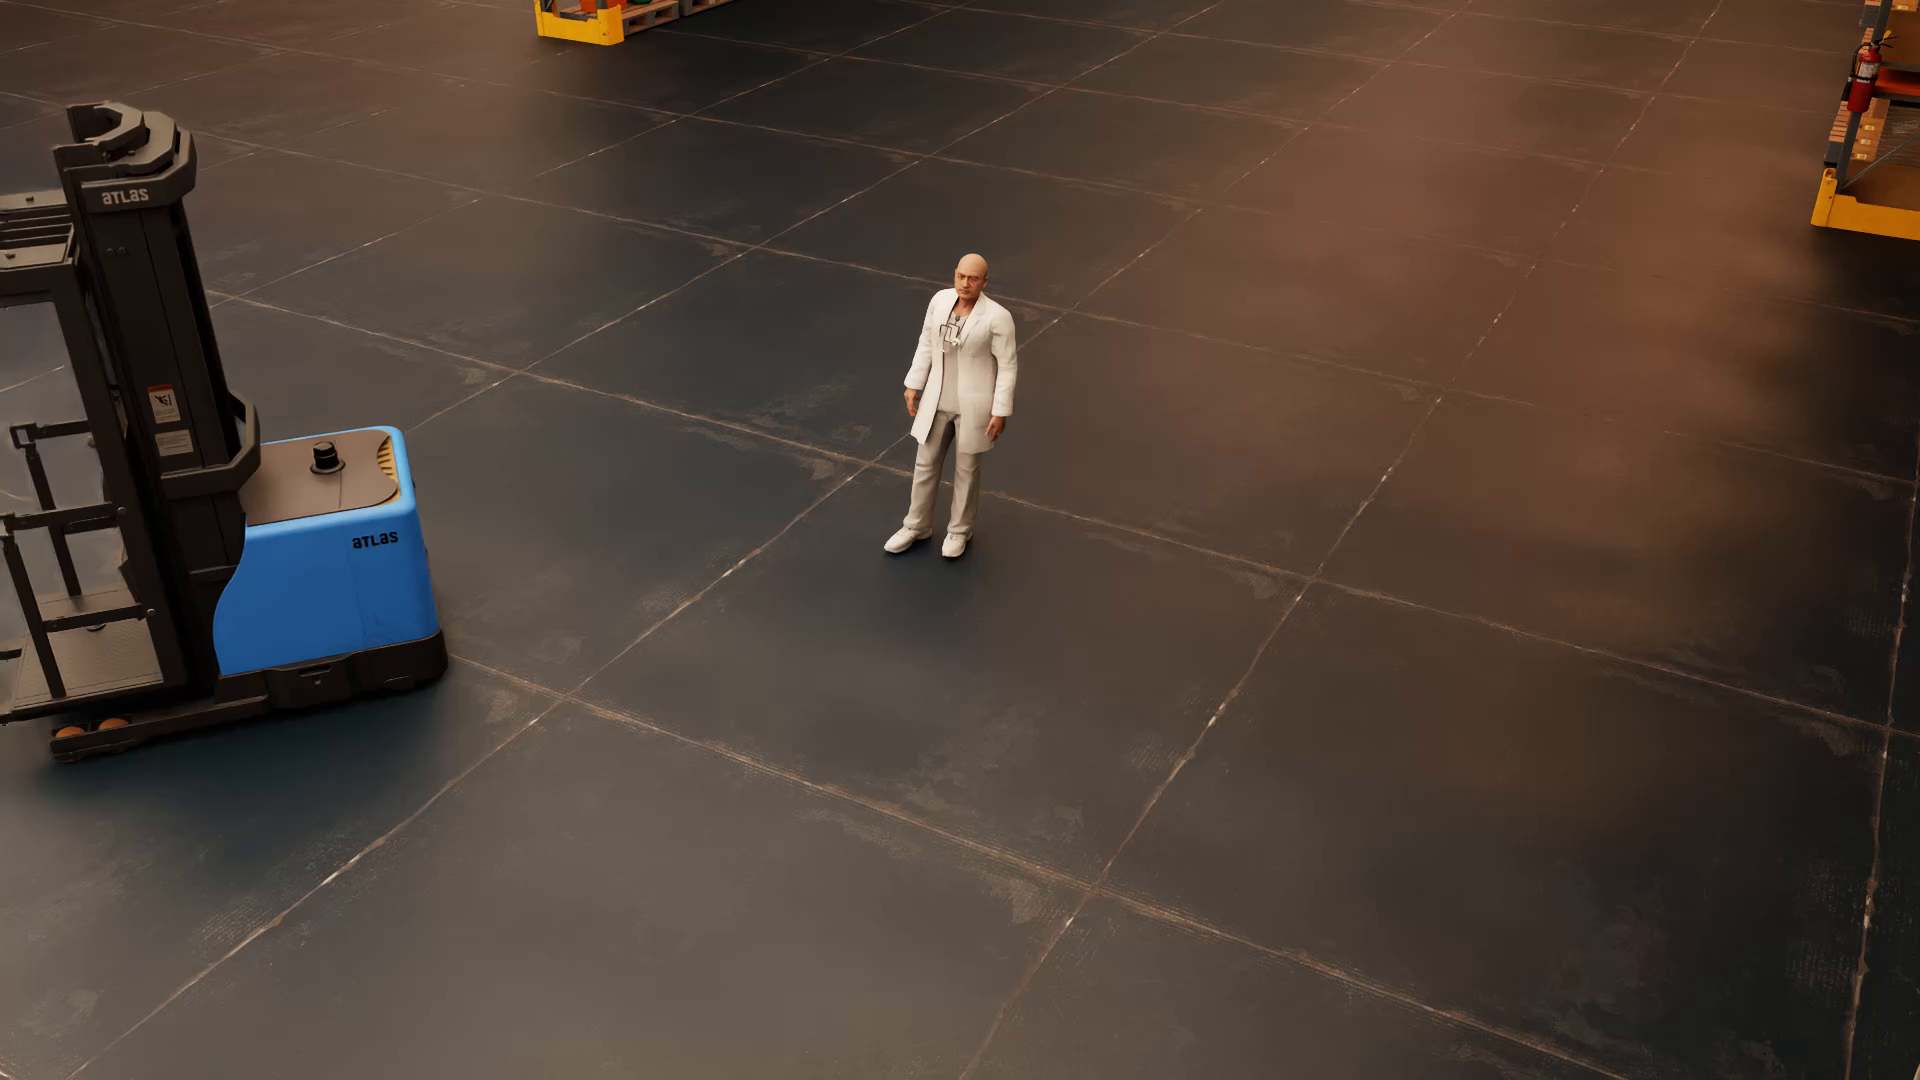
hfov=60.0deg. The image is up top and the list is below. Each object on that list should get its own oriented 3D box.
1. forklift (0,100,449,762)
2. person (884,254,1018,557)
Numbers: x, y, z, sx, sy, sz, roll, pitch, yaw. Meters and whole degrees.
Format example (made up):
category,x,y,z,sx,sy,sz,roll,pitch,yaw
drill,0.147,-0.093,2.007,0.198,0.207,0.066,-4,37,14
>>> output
category,x,y,z,sx,sy,sz,roll,pitch,yaw
forklift,-4.251,-0.486,7.913,3.031,2.935,1.130,-11,32,-18
person,-0.048,-0.737,9.487,0.696,1.777,0.578,15,33,25
